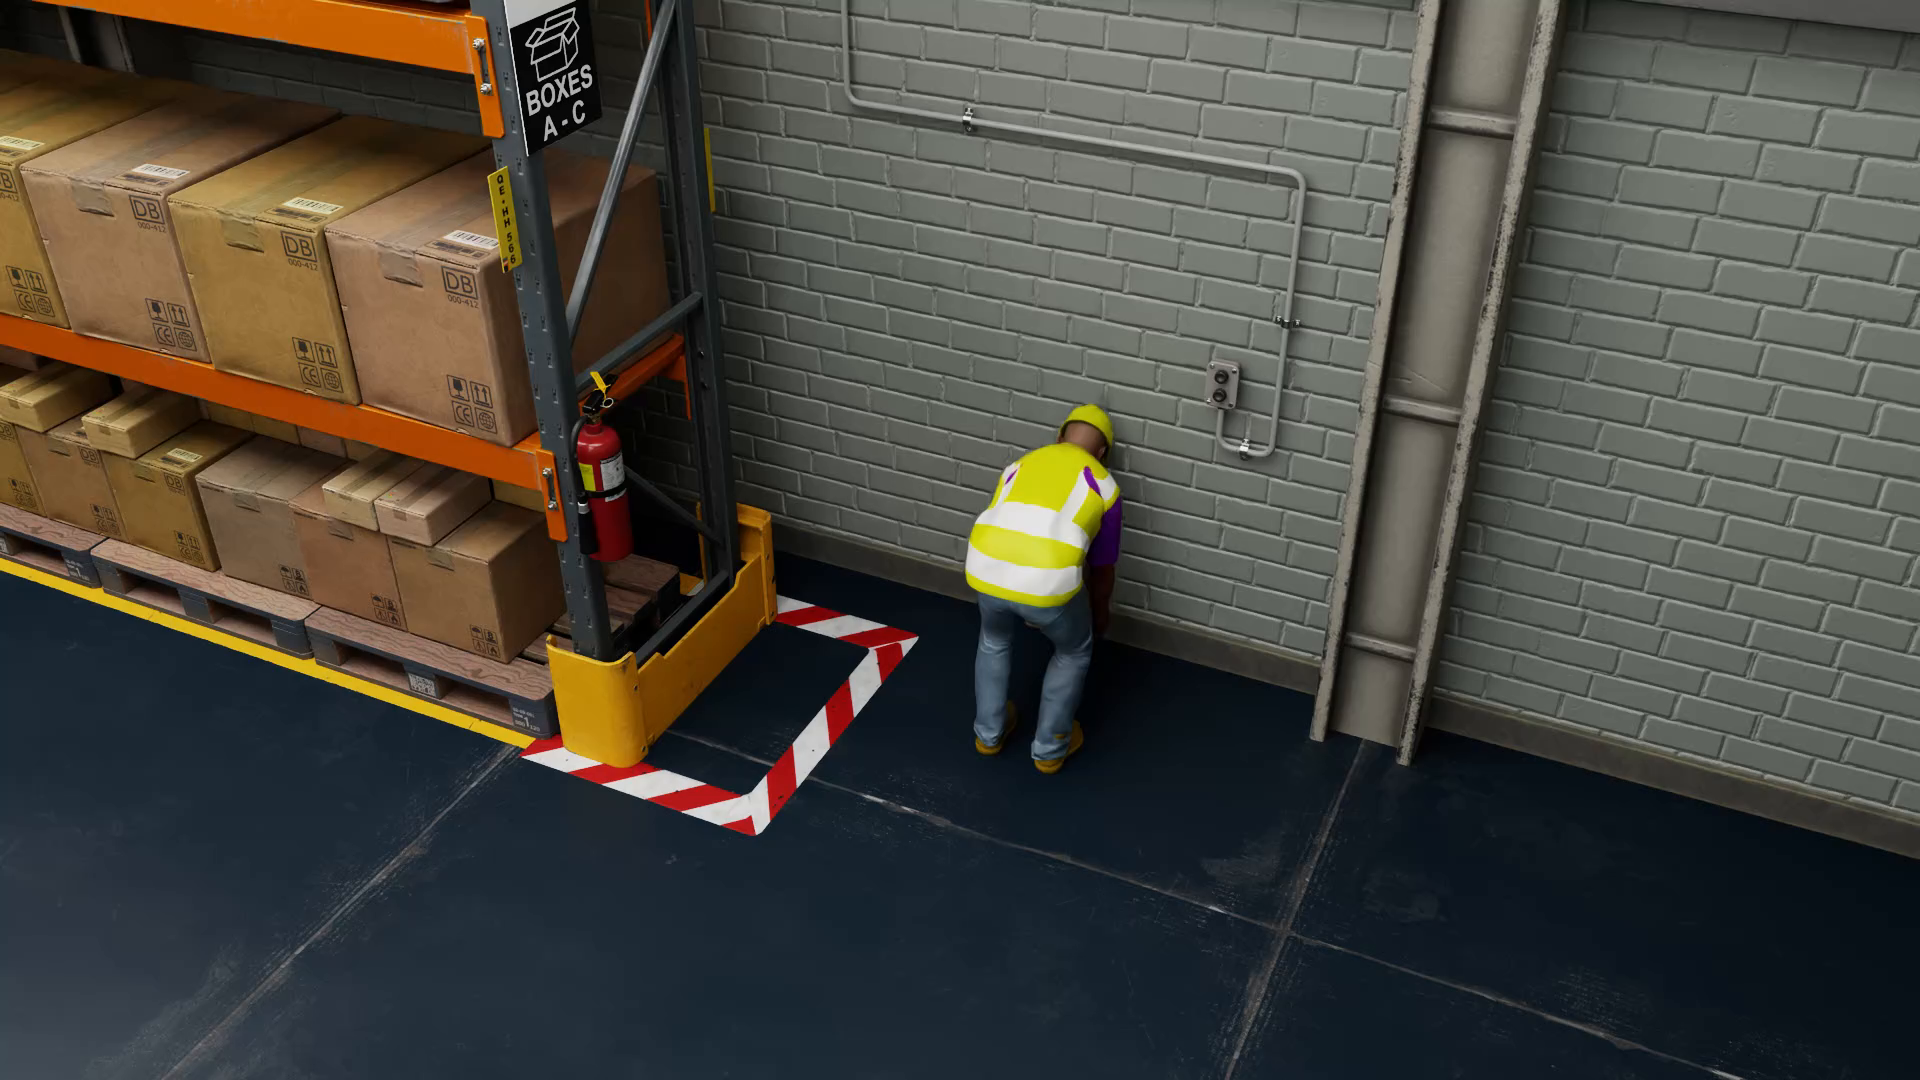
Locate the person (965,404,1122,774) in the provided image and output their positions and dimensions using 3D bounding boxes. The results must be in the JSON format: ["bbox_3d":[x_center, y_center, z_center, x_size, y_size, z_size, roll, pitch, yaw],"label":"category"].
[{"bbox_3d":[0.343,0.180,6.363,0.475,1.192,0.967,13,36,19],"label":"person"}]
